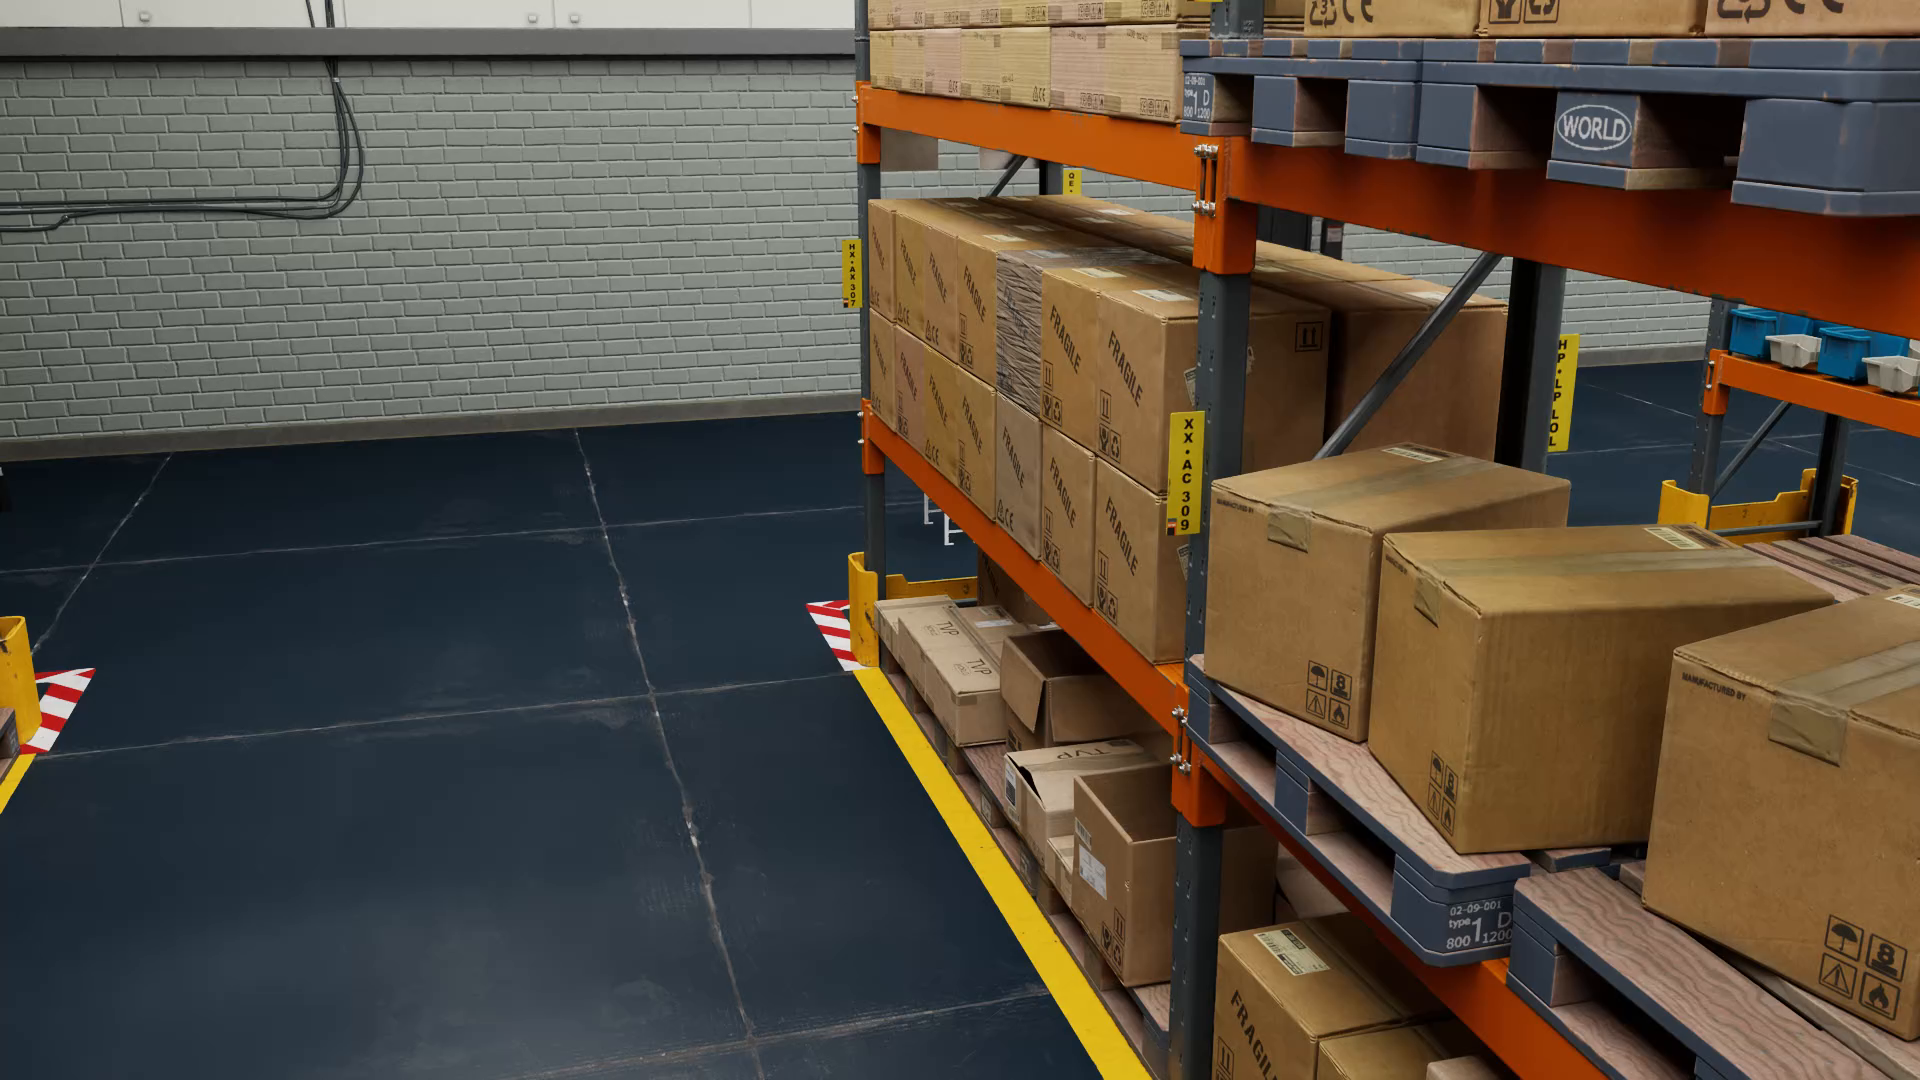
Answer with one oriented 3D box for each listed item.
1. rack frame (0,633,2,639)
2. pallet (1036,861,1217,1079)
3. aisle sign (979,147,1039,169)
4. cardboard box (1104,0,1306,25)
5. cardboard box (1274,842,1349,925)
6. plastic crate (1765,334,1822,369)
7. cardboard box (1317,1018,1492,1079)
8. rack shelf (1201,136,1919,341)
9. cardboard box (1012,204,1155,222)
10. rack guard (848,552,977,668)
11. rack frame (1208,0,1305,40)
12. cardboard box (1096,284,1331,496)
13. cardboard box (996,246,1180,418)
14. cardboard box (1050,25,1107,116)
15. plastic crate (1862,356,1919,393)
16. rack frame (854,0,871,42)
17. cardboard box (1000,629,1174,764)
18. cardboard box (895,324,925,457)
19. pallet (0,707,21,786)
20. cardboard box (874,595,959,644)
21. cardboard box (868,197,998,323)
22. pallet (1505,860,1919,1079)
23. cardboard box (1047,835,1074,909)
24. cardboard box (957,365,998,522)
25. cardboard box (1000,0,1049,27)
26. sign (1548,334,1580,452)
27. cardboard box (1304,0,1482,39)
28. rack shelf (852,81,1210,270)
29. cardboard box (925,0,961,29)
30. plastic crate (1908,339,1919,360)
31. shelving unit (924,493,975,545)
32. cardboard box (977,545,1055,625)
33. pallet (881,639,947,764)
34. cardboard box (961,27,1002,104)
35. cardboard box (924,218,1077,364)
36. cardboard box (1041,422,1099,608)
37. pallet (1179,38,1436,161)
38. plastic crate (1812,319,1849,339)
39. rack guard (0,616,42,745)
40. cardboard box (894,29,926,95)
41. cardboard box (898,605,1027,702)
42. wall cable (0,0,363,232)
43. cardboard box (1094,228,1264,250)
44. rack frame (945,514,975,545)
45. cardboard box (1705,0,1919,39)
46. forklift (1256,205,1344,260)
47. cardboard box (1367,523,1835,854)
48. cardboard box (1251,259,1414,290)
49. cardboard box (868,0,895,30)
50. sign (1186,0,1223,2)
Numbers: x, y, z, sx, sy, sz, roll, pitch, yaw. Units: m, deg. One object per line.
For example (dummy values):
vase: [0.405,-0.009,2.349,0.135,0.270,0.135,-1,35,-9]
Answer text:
rack frame: [-4.755,-0.516,6.954,1.000,3.000,0.127,-5,17,-15]
pallet: [0.918,1.344,5.612,1.003,0.211,1.213,-5,17,-15]
aisle sign: [0.283,-2.196,8.031,0.394,0.787,0.004,-5,17,-15]
cardboard box: [0.711,-1.519,4.473,0.500,0.250,0.500,-5,17,-15]
cardboard box: [1.199,1.142,5.345,0.500,0.311,0.500,-5,17,-15]
plastic crate: [4.530,-1.012,8.960,0.250,0.136,0.298,-5,17,-15]
cardboard box: [1.162,1.484,3.877,0.500,0.500,0.500,-4,17,-14]
rack shelf: [1.656,-0.341,2.408,1.077,0.370,4.000,-5,17,-15]
cardboard box: [0.533,-1.194,7.301,0.500,0.500,0.500,-4,17,-14]
rack guard: [0.028,0.310,8.551,1.175,0.500,0.348,-5,17,-15]
rack frame: [1.106,-2.675,3.715,1.000,3.000,0.127,-5,17,-15]
cardboard box: [0.718,-0.448,4.817,0.500,0.500,0.500,-5,17,-15]
cardboard box: [0.437,-0.729,5.753,0.500,0.500,0.500,-5,17,-15]
cardboard box: [0.590,-1.419,5.009,0.500,0.250,0.500,-5,17,-15]
plastic crate: [4.717,-0.824,8.335,0.250,0.136,0.298,-5,17,-15]
rack frame: [0.007,-3.781,7.398,1.000,3.000,0.127,-5,17,-15]
cardboard box: [0.585,0.664,6.603,0.797,0.503,0.637,-5,17,-15]
cardboard box: [0.022,-0.670,7.295,0.500,0.500,0.500,-5,17,-16]
pallet: [-4.460,1.035,6.640,1.003,0.211,1.213,-5,17,-15]
cardboard box: [-0.208,0.389,8.132,0.380,0.149,0.250,-5,17,-15]
cardboard box: [-0.125,-1.291,7.625,0.500,0.500,0.500,-4,17,-14]
pallet: [1.667,0.859,2.712,1.003,0.211,1.213,-5,17,-15]
cardboard box: [0.516,1.119,5.704,0.380,0.149,0.250,-5,17,-15]
cardboard box: [0.293,-0.393,6.372,0.500,0.500,0.500,-4,17,-15]
cardboard box: [0.442,-1.796,5.395,0.500,0.250,0.500,-5,17,-15]
sign: [1.639,-0.401,4.561,0.100,0.325,0.005,-5,17,-15]
cardboard box: [1.174,-1.390,3.574,0.600,0.600,0.600,-6,18,-20]
rack shelf: [0.557,-1.447,6.092,1.077,0.370,4.000,-5,17,-15]
cardboard box: [0.172,-2.073,6.317,0.500,0.250,0.500,-5,17,-15]
plastic crate: [5.169,-0.990,8.888,0.396,0.136,0.243,-5,17,-15]
shelving unit: [-0.045,-0.620,10.432,0.258,1.200,0.503,-5,17,-15]
cardboard box: [0.393,0.209,8.122,0.500,0.500,0.500,-5,17,-15]
pallet: [0.248,0.669,7.859,1.003,0.211,1.213,-5,17,-15]
cardboard box: [0.311,-1.695,5.929,0.500,0.250,0.500,-5,17,-15]
cardboard box: [0.159,-1.009,6.684,0.500,0.500,0.500,-4,17,-14]
cardboard box: [0.579,-0.110,5.431,0.500,0.500,0.500,-4,17,-14]
pallet: [1.218,-0.962,3.555,1.213,0.211,1.003,-5,17,-15]
plastic crate: [5.042,-1.267,9.289,0.616,0.435,0.499,-5,17,-15]
rack guard: [-4.762,0.675,7.336,1.175,0.500,0.348,-5,17,-15]
cardboard box: [0.029,-1.971,6.848,0.500,0.250,0.500,-5,17,-15]
cardboard box: [0.021,0.509,7.558,0.500,0.250,0.500,-5,17,-15]
wall cable: [-5.966,-3.494,11.840,3.097,2.526,0.112,-5,17,-15]
cardboard box: [0.821,-0.909,6.352,0.500,0.500,0.500,-4,17,-14]
rack frame: [0.022,-0.553,10.207,0.240,1.200,0.015,-5,17,-15]
cardboard box: [1.543,-1.021,2.347,0.600,0.600,0.600,-5,18,-17]
forklift: [2.360,-1.537,10.475,3.031,2.935,1.130,-3,17,-10]
cardboard box: [1.271,0.283,3.392,0.700,0.500,0.500,-2,17,-6]
cardboard box: [1.105,-0.624,5.403,0.500,0.500,0.500,-5,18,-17]
cardboard box: [-0.102,-2.350,7.238,0.500,0.250,0.500,-5,17,-15]
sign: [0.587,-1.441,3.922,0.100,0.325,0.005,-5,17,-15]
